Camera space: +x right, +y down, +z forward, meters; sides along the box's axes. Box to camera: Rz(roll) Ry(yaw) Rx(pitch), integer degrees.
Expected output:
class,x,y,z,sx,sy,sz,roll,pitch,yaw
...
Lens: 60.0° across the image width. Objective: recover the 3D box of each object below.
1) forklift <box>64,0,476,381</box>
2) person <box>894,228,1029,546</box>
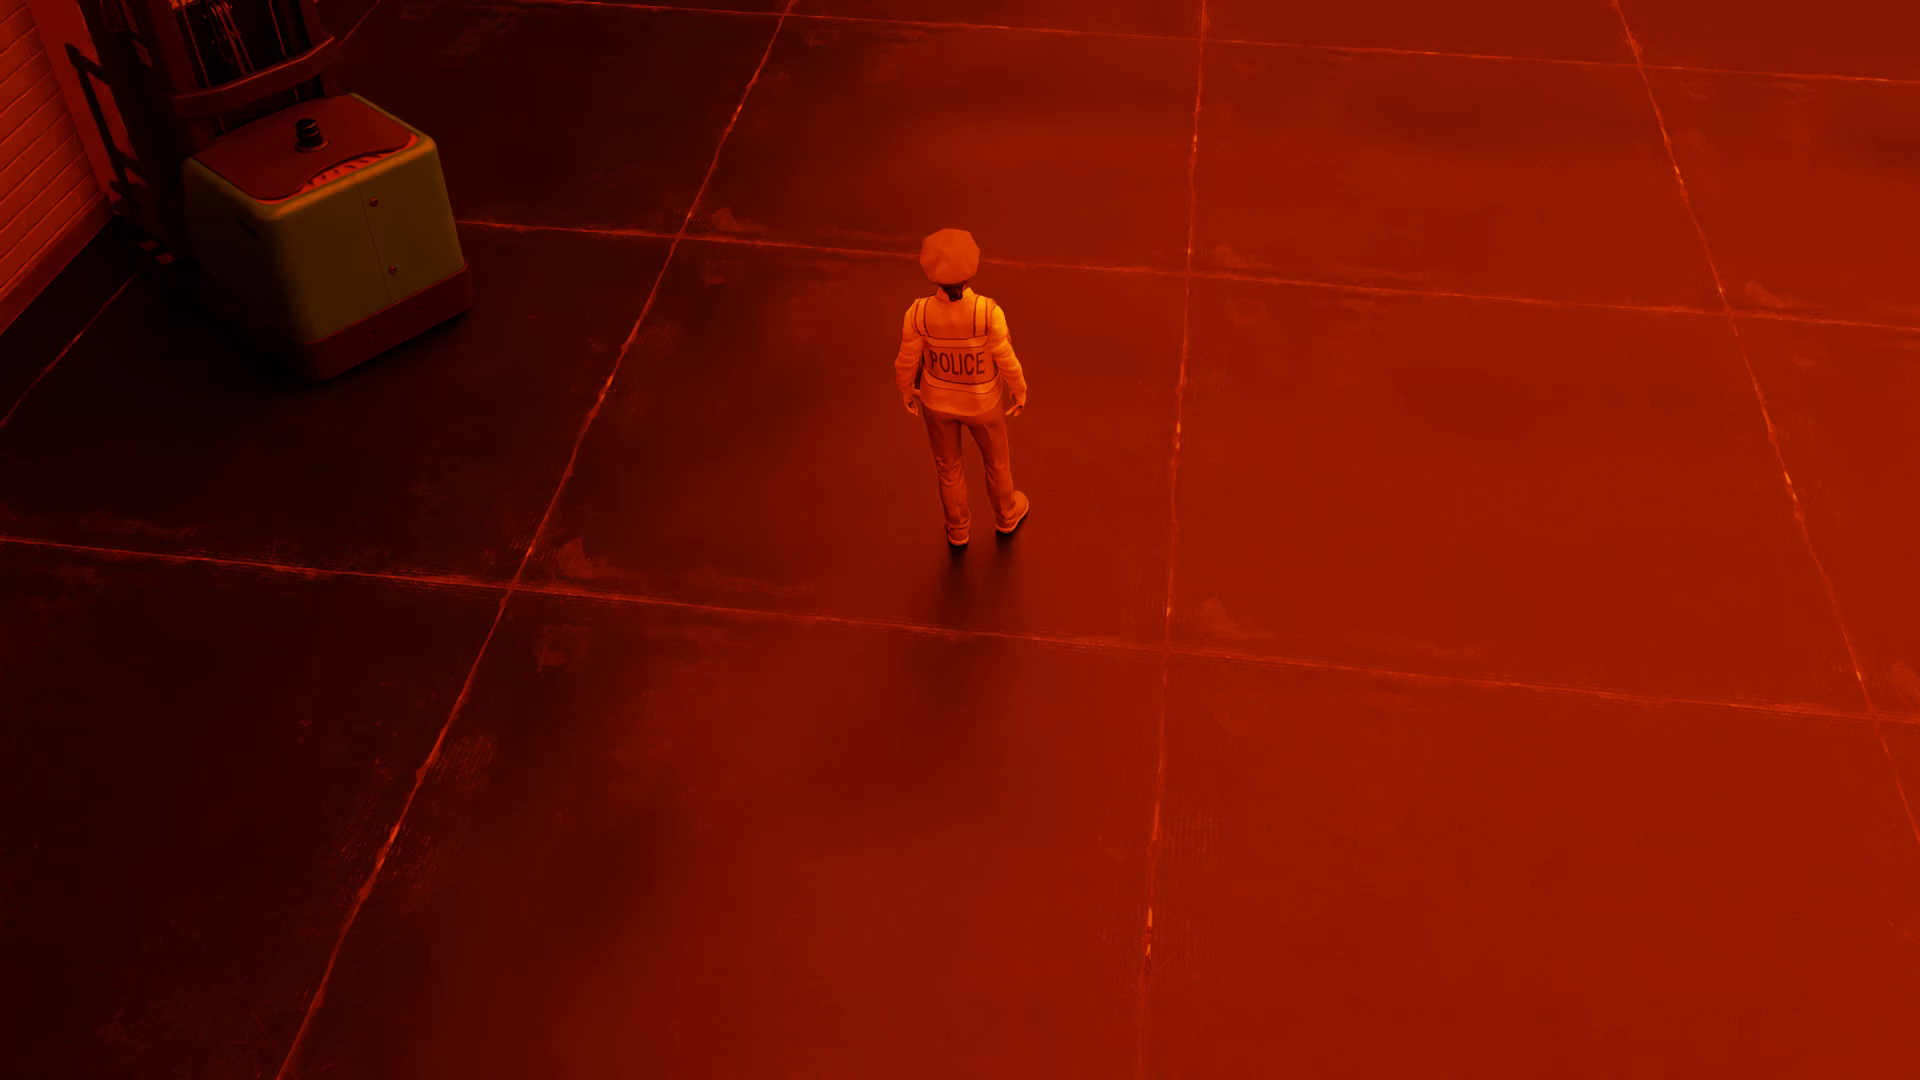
class,x,y,z,sx,sy,sz,roll,pitch,yaw
forklift,-4.113,-2.782,8.753,3.031,2.935,1.130,32,51,30
person,0.016,-0.675,7.363,0.586,1.694,0.530,5,43,6
